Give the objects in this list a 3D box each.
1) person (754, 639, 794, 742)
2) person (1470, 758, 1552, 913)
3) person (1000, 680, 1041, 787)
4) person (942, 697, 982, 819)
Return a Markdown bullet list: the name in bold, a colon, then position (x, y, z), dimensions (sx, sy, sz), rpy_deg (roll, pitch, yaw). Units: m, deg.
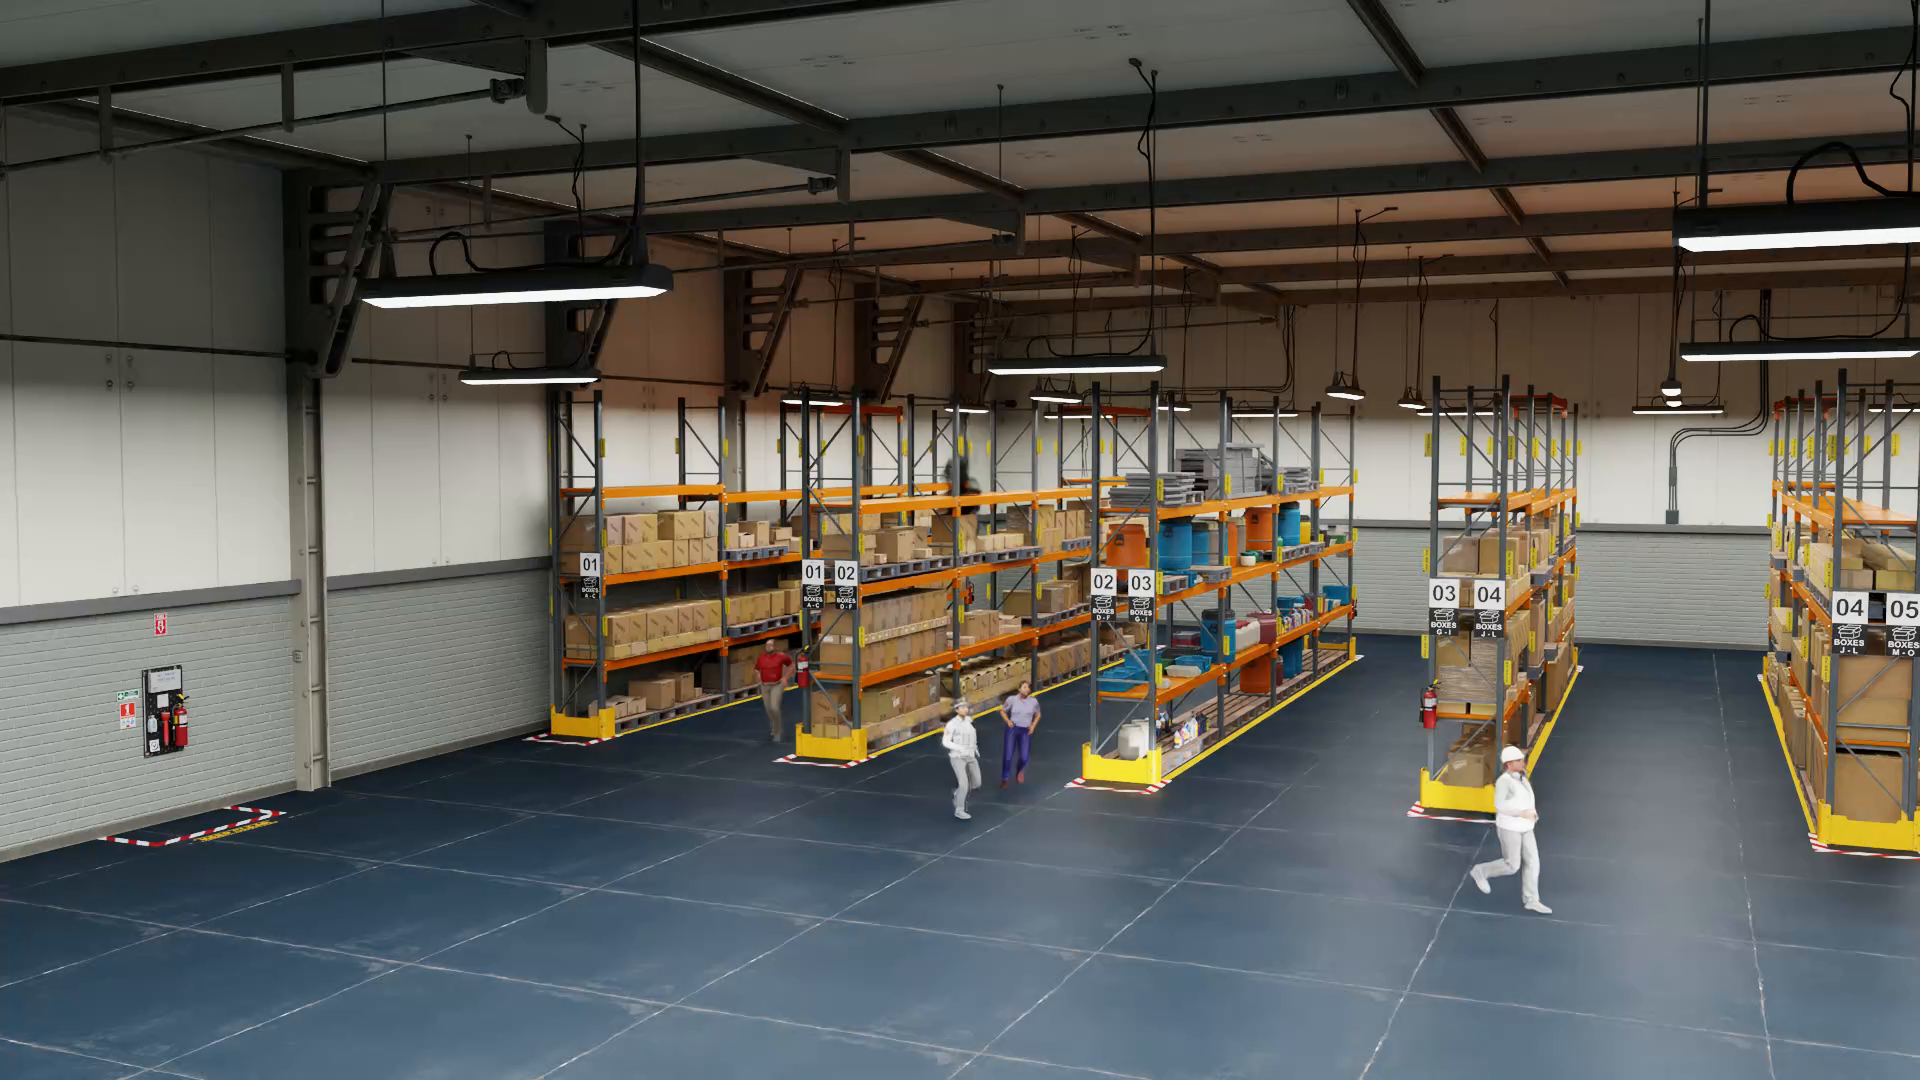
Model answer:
- **person**: position (-3.225, 2.587, 28.493), dimensions (0.638, 1.786, 0.767), rpy_deg (1, 3, 16)
- **person**: position (6.014, 3.146, 18.064), dimensions (0.660, 1.704, 0.904), rpy_deg (-3, 4, -44)
- **person**: position (0.899, 2.861, 24.587), dimensions (0.608, 1.577, 0.520), rpy_deg (0, 3, -1)
- **person**: position (0.066, 2.933, 22.427), dimensions (0.609, 1.650, 0.541), rpy_deg (-2, 4, -38)
